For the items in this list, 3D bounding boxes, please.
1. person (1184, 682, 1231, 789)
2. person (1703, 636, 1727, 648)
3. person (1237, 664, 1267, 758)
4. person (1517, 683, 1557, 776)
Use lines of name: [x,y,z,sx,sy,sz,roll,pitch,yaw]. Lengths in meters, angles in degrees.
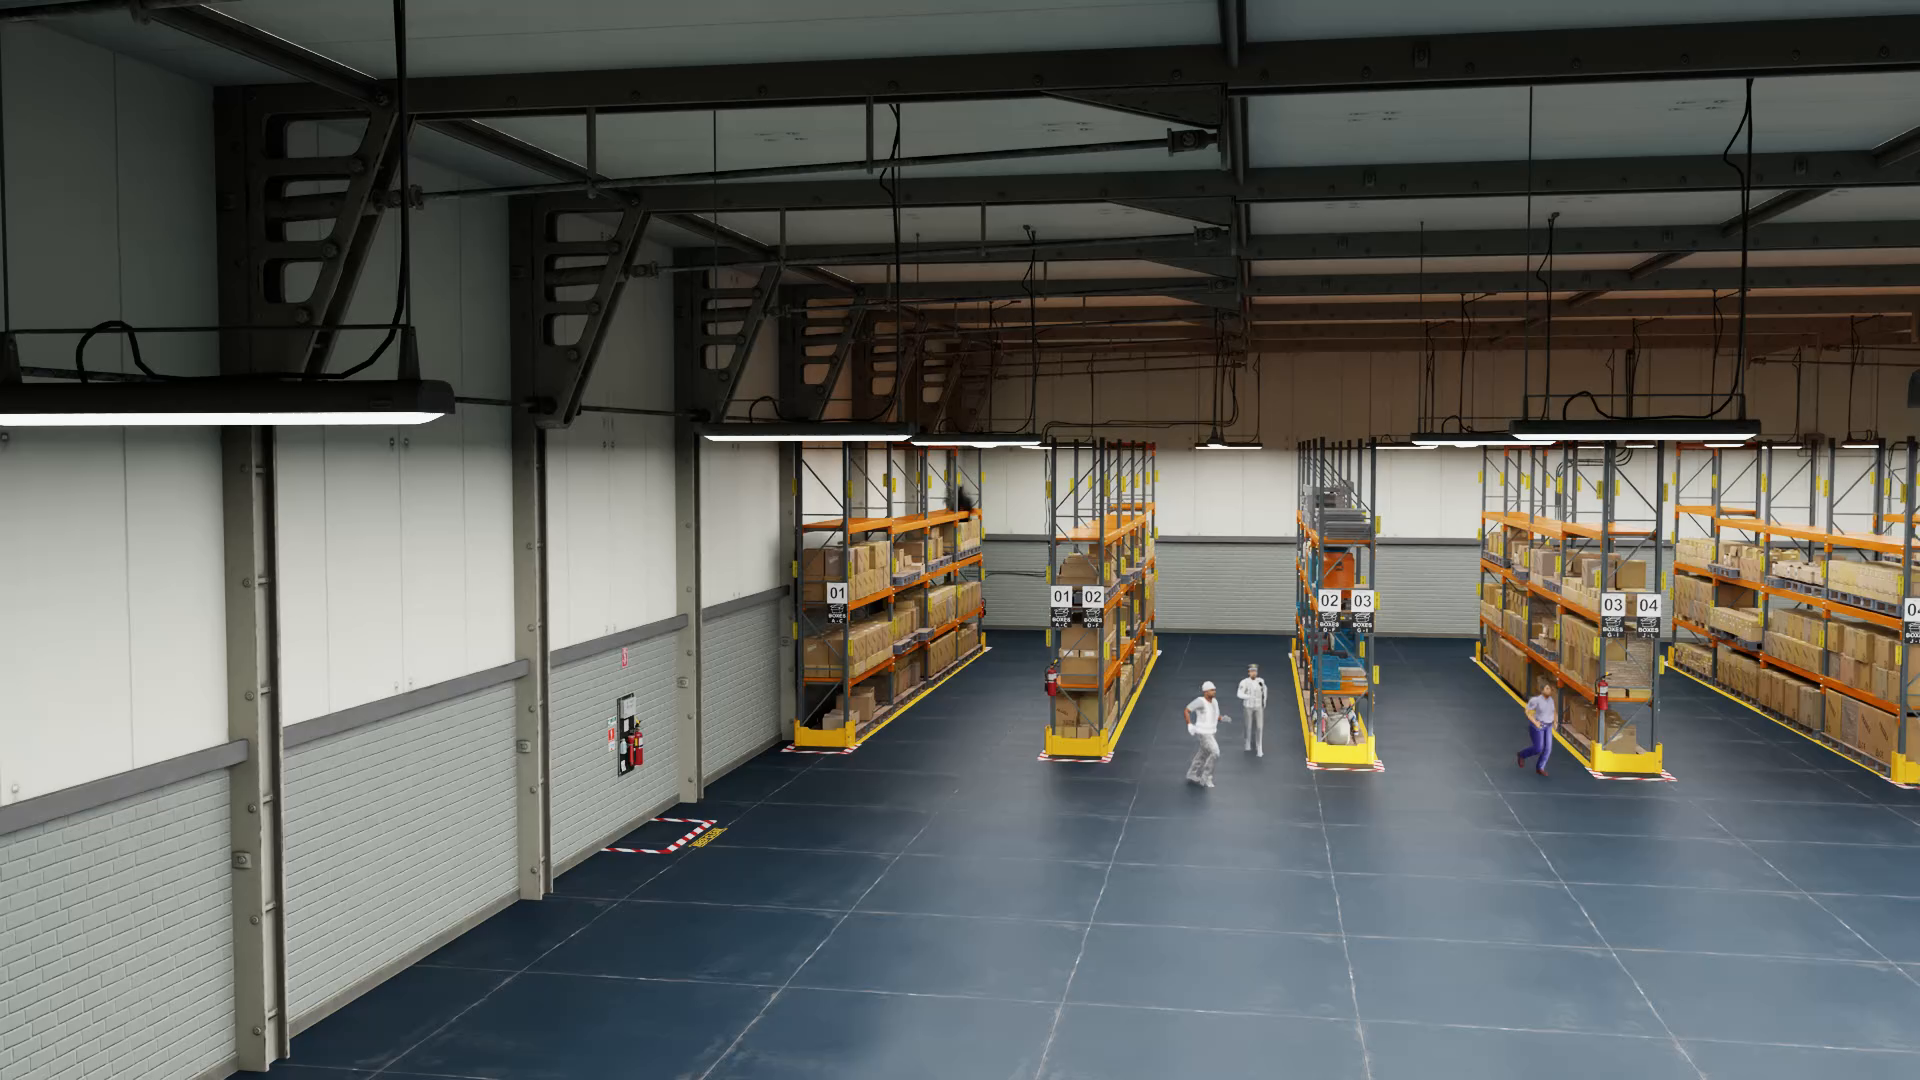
person: [4.228,3.330,28.435,0.835,1.822,0.659,2,4,35]
person: [20.737,2.448,45.686,0.689,1.747,0.681,1,3,16]
person: [5.536,3.209,31.481,0.604,1.751,0.799,0,3,0]
person: [10.383,3.365,29.720,0.665,1.603,0.619,-1,3,-23]
